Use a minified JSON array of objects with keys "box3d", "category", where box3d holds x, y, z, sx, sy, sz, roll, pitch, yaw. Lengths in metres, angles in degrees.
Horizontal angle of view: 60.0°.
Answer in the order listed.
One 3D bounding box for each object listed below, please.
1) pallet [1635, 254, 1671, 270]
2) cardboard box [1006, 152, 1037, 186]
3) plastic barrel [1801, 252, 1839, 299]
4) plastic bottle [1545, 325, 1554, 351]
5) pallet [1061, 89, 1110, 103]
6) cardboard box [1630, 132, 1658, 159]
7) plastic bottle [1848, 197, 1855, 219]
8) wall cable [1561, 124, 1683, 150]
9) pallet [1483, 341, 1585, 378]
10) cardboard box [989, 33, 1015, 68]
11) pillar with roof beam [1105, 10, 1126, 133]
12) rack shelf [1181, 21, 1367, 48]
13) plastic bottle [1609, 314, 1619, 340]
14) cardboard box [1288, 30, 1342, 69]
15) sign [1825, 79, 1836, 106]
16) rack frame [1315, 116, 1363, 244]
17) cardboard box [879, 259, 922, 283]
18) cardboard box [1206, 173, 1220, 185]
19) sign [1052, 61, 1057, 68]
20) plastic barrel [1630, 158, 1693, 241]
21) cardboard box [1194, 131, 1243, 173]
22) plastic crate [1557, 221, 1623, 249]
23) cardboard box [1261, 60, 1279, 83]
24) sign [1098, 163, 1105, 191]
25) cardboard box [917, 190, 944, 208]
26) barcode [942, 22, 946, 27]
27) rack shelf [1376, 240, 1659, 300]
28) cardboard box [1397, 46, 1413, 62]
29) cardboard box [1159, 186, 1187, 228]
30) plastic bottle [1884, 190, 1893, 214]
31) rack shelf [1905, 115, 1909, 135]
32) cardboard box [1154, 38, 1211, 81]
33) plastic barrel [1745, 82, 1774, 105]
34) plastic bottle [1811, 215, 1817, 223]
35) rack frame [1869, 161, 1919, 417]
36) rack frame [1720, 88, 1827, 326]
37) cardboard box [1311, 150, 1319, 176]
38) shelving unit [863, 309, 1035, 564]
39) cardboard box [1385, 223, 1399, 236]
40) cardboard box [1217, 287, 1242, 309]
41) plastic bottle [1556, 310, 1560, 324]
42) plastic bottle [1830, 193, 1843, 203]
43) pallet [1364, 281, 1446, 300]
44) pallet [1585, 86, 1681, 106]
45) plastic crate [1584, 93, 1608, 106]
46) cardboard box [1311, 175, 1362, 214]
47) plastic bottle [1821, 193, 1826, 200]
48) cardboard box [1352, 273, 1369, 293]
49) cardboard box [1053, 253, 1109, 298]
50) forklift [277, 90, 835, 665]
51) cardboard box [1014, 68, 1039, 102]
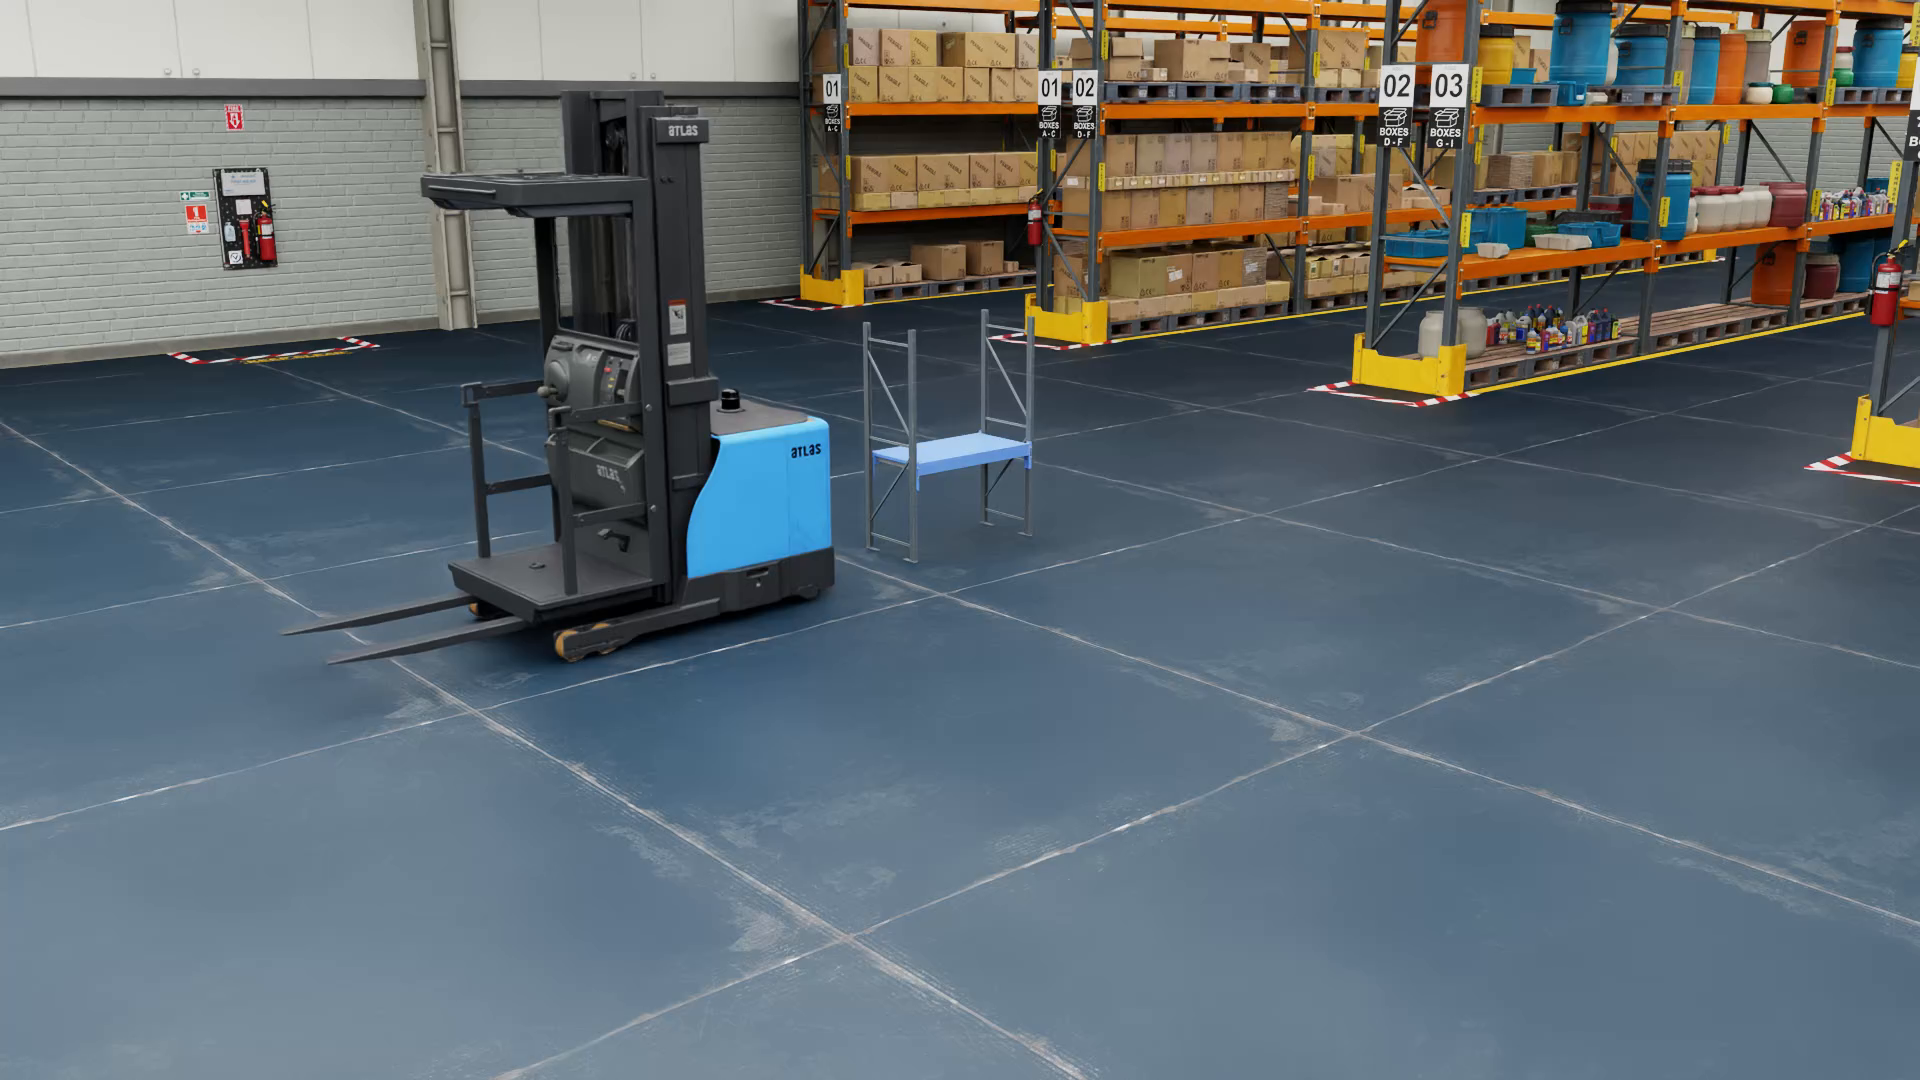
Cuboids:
[{"box3d":[11.816,-4.973,29.458,1.213,0.211,1.003,-13,19,-39],"category":"pallet"},{"box3d":[0.933,-5.764,25.814,0.500,0.500,0.500,-13,20,-39],"category":"cardboard box"},{"box3d":[11.818,-3.669,23.032,0.708,0.588,0.600,-13,19,-39],"category":"plastic barrel"},{"box3d":[6.404,-2.197,18.098,0.097,0.271,0.097,0,15,0],"category":"plastic bottle"},{"box3d":[1.622,-7.047,26.371,1.003,0.211,1.213,-13,19,-39],"category":"pallet"},{"box3d":[11.694,-6.727,28.490,0.500,0.500,0.500,-13,20,-41],"category":"cardboard box"},{"box3d":[12.048,-4.494,22.489,0.133,0.283,0.061,-13,19,-39],"category":"plastic bottle"},{"box3d":[14.641,-9.924,36.983,0.112,2.526,3.097,-13,19,-39],"category":"wall cable"},{"box3d":[6.135,-2.015,18.386,1.213,0.211,1.003,-13,19,-39],"category":"pallet"},{"box3d":[0.478,-7.362,25.015,0.500,0.500,0.500,-11,19,-36],"category":"cardboard box"},{"box3d":[5.382,-8.291,24.851,0.400,9.000,9.100,-13,19,-39],"category":"pillar with roof beam"},{"box3d":[5.613,-8.979,29.595,4.000,0.370,1.077,-13,19,-39],"category":"rack shelf"},{"box3d":[7.444,-2.430,18.947,0.133,0.283,0.061,-11,19,-37],"category":"plastic bottle"},{"box3d":[4.833,-6.680,22.655,0.500,0.500,0.500,-12,19,-39],"category":"cardboard box"},{"box3d":[10.974,-5.646,20.966,0.005,0.325,0.100,-13,19,-39],"category":"sign"},{"box3d":[7.122,-6.960,31.493,0.127,3.000,1.000,-13,19,-39],"category":"rack frame"},{"box3d":[-0.920,-4.037,24.908,0.500,0.311,0.500,-11,18,-35],"category":"cardboard box"},{"box3d":[3.120,-4.654,21.412,0.250,0.149,0.380,-12,19,-38],"category":"cardboard box"},{"box3d":[1.449,-7.199,25.575,0.005,0.325,0.100,-13,19,-39],"category":"sign"},{"box3d":[8.080,-3.925,19.159,0.708,0.901,0.600,-13,19,-39],"category":"plastic barrel"},{"box3d":[3.252,-5.069,21.707,0.500,0.500,0.700,-13,20,-39],"category":"cardboard box"},{"box3d":[6.934,-3.364,18.319,0.616,0.251,0.499,-13,19,-39],"category":"plastic crate"},{"box3d":[5.224,-8.277,29.565,0.500,0.500,0.700,-11,19,-37],"category":"cardboard box"},{"box3d":[1.684,-4.311,19.745,0.005,0.325,0.100,-13,19,-39],"category":"sign"},{"box3d":[-0.584,-5.061,24.636,0.500,0.250,0.500,-13,20,-40],"category":"cardboard box"},{"box3d":[-0.244,-7.820,25.219,0.075,0.075,0.001,-13,19,-39],"category":"barcode"},{"box3d":[6.081,-2.990,18.024,4.000,0.370,1.077,-13,19,-39],"category":"rack shelf"},{"box3d":[8.227,-9.104,31.540,0.500,0.500,0.500,-13,20,-40],"category":"cardboard box"},{"box3d":[2.456,-4.261,21.196,0.500,0.500,0.700,-12,19,-39],"category":"cardboard box"},{"box3d":[13.007,-4.757,23.340,0.185,0.351,0.144,-13,19,-39],"category":"plastic bottle"},{"box3d":[9.333,-3.474,14.027,4.000,0.370,1.077,-13,19,-39],"category":"rack shelf"},{"box3d":[2.756,-5.959,20.657,0.500,0.500,0.500,-13,19,-39],"category":"cardboard box"},{"box3d":[9.802,-5.475,20.390,0.301,0.262,0.301,0,15,0],"category":"plastic barrel"},{"box3d":[11.146,-4.304,21.791,0.135,0.276,0.152,-13,19,-39],"category":"plastic bottle"},{"box3d":[7.824,-2.034,13.052,0.127,3.000,1.000,-13,19,-39],"category":"rack frame"},{"box3d":[10.608,-4.354,21.736,0.127,3.000,1.000,-13,19,-39],"category":"rack frame"},{"box3d":[6.176,-6.862,30.320,0.500,0.500,0.500,-13,19,-39],"category":"cardboard box"},{"box3d":[-0.064,-0.710,11.002,1.048,1.500,0.538,-13,19,-39],"category":"shelving unit"},{"box3d":[8.134,-6.146,32.477,0.500,0.500,0.700,-13,20,-40],"category":"cardboard box"},{"box3d":[3.384,-3.224,22.021,0.500,0.250,0.500,-13,19,-39],"category":"cardboard box"},{"box3d":[6.906,-2.527,19.308,0.133,0.283,0.061,-13,19,-39],"category":"plastic bottle"},{"box3d":[12.427,-4.780,23.575,0.135,0.276,0.152,-13,19,-39],"category":"plastic bottle"},{"box3d":[6.712,-3.839,25.215,1.213,0.211,1.003,-13,19,-39],"category":"pallet"},{"box3d":[7.110,-4.893,18.308,1.003,0.211,1.213,-13,19,-39],"category":"pallet"},{"box3d":[6.645,-4.647,17.533,0.396,0.136,0.243,-13,19,-39],"category":"plastic crate"},{"box3d":[5.329,-4.905,23.608,0.500,0.500,0.500,-11,18,-35],"category":"cardboard box"},{"box3d":[12.152,-4.771,23.539,0.135,0.276,0.152,-13,19,-39],"category":"plastic bottle"},{"box3d":[5.584,-3.710,23.841,0.500,0.250,0.500,-13,20,-41],"category":"cardboard box"},{"box3d":[1.533,-3.349,21.036,0.500,0.500,0.500,-13,19,-39],"category":"cardboard box"},{"box3d":[-2.185,-0.922,9.022,3.031,2.935,1.130,-13,20,-40],"category":"forklift"},{"box3d":[0.866,-6.978,25.515,0.500,0.500,0.500,-12,19,-38],"category":"cardboard box"}]
